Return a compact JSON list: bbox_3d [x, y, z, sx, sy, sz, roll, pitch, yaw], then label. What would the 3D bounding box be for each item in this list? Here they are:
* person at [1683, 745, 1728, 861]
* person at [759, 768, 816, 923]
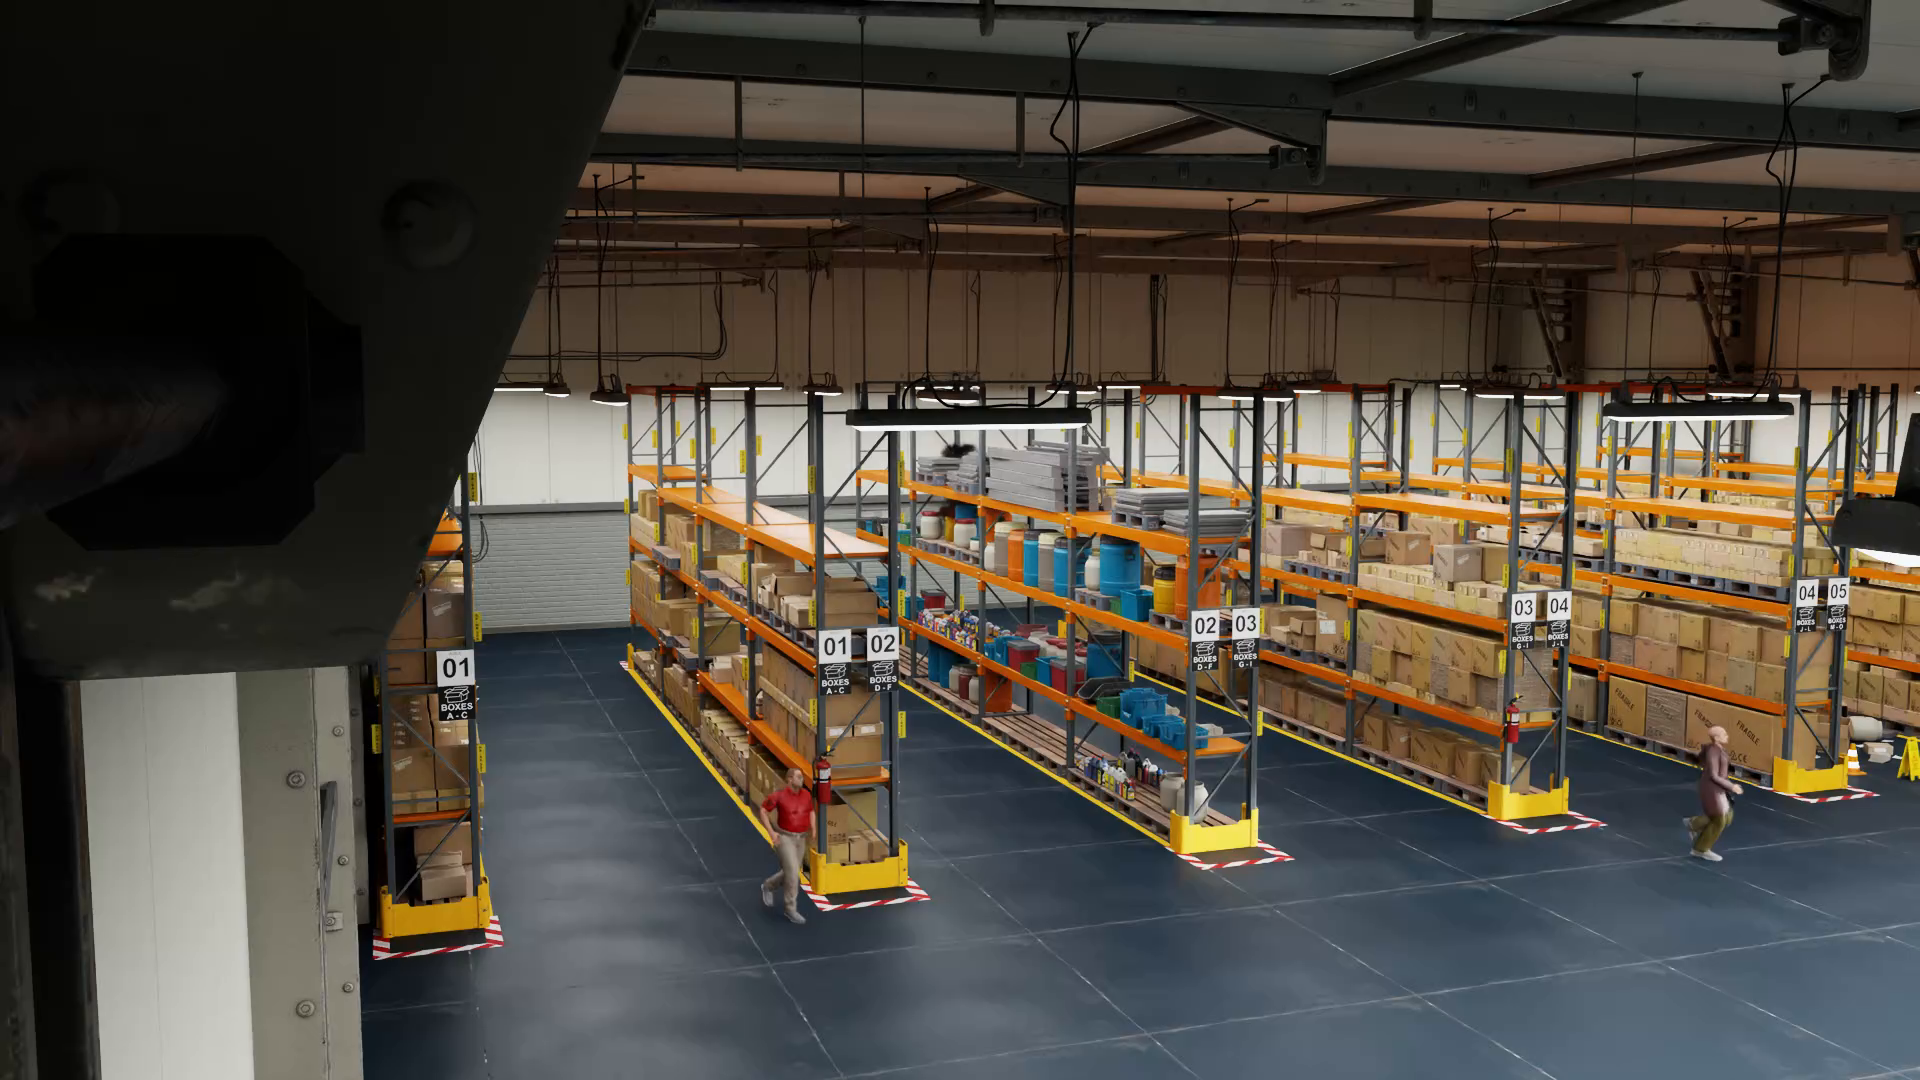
[{"bbox_3d":[9.650,3.378,21.550,0.505,1.502,0.644,3,6,25],"label":"person"},{"bbox_3d":[-1.976,3.505,19.341,0.806,1.720,0.691,5,8,41],"label":"person"}]
